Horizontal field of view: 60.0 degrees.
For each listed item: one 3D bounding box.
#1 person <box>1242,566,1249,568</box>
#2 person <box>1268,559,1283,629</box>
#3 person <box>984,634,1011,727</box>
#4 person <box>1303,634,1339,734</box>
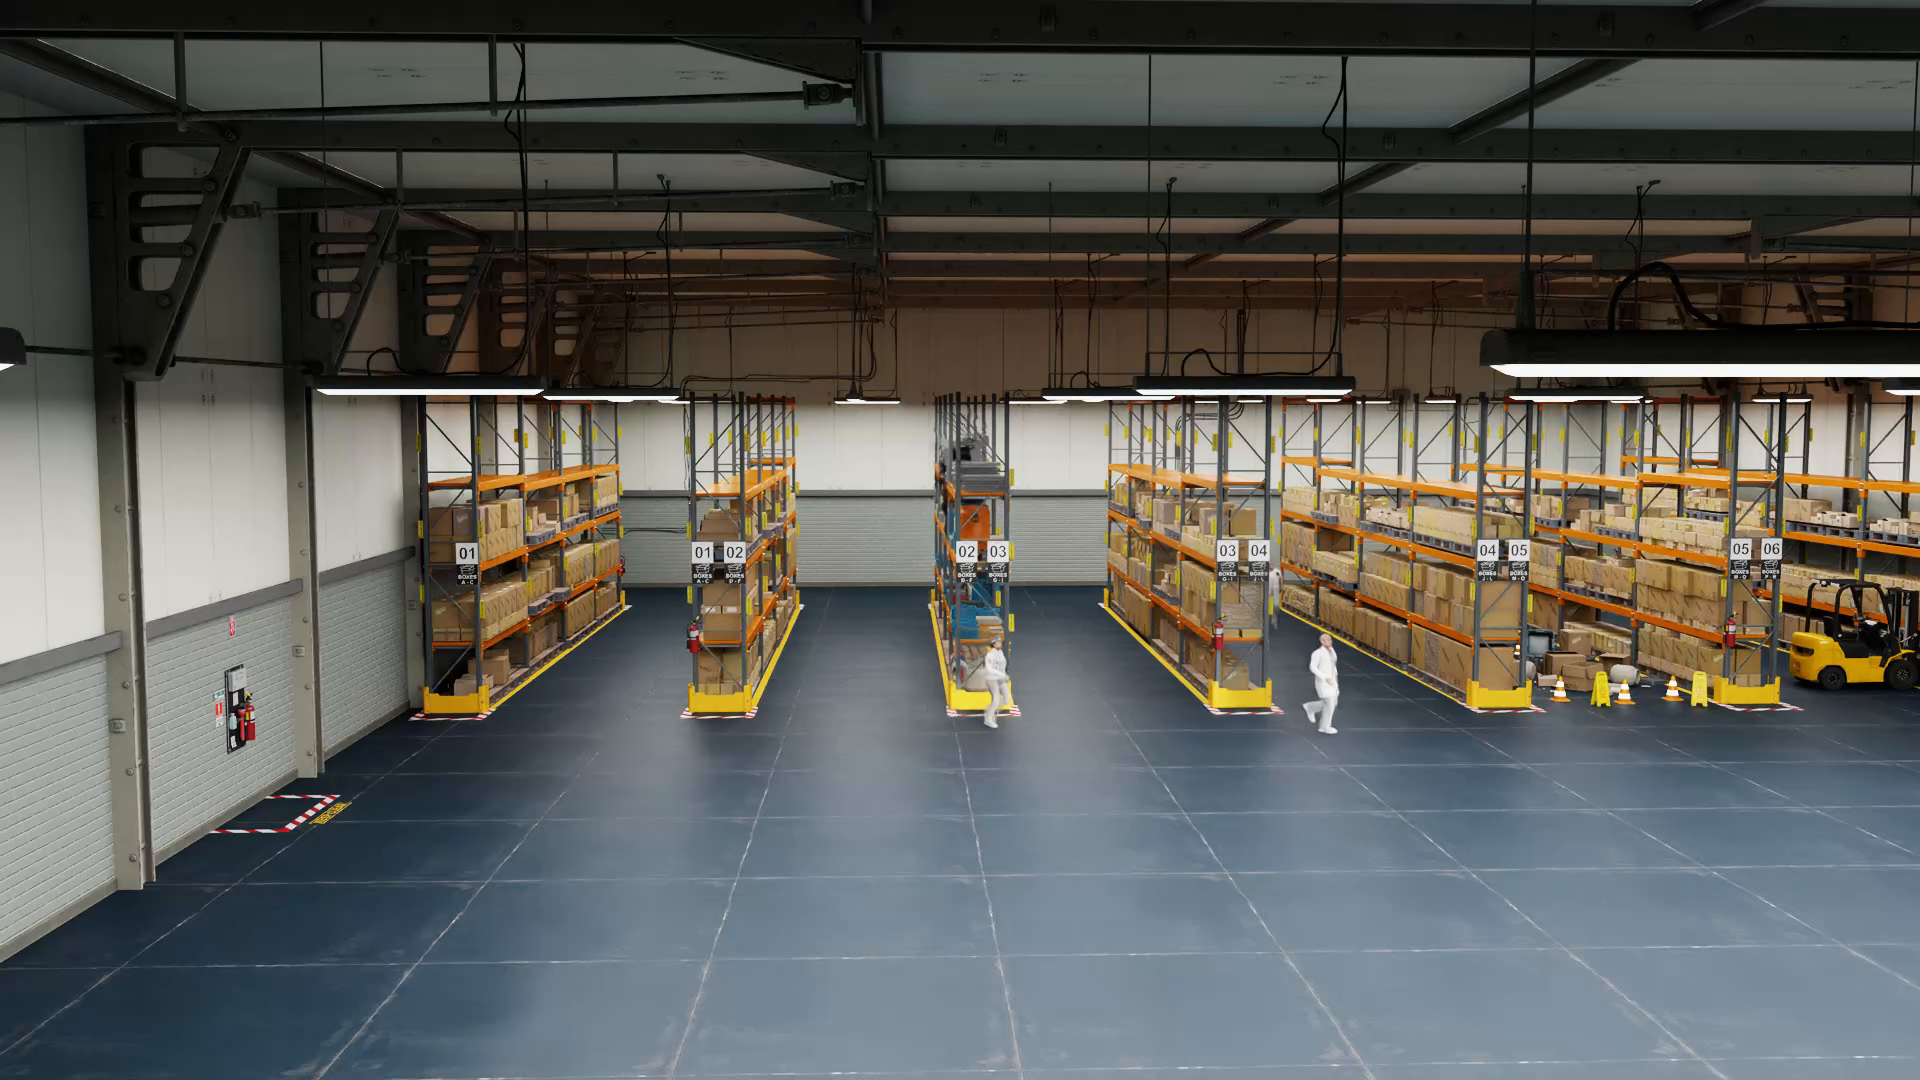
[{"bbox_3d":[8.171,1.055,48.302,0.614,1.590,0.681,4,6,40],"label":"person"},{"bbox_3d":[8.085,1.392,43.242,0.663,1.844,0.788,0,5,4],"label":"person"},{"bbox_3d":[0.707,2.512,29.784,0.534,1.669,0.652,3,6,34],"label":"person"},{"bbox_3d":[6.354,2.550,29.270,0.722,1.669,0.717,4,6,44],"label":"person"}]
